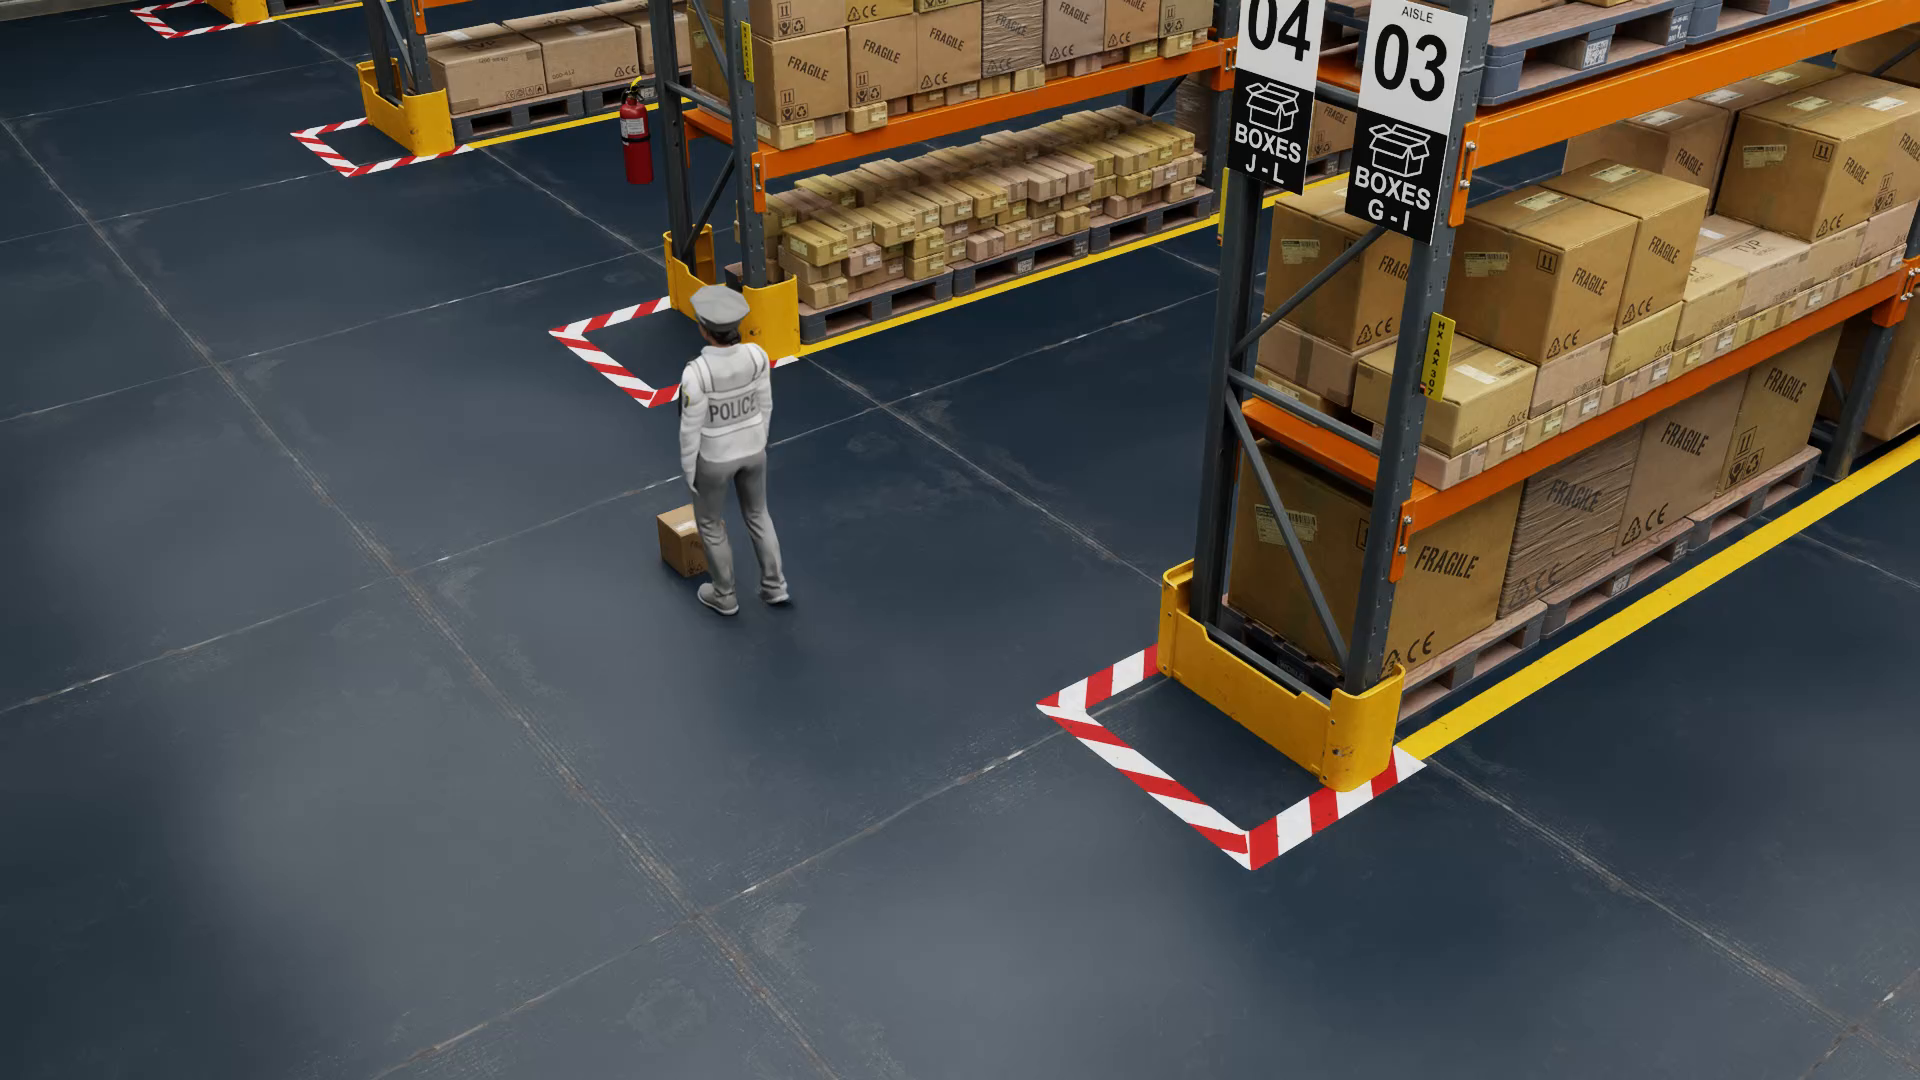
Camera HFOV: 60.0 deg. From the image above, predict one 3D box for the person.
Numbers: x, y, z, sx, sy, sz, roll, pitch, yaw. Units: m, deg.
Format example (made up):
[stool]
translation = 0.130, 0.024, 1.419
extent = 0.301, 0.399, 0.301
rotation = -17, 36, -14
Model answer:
[person]
translation = -1.092, -0.377, 7.775
extent = 0.471, 1.733, 0.378
rotation = -21, 38, -30
